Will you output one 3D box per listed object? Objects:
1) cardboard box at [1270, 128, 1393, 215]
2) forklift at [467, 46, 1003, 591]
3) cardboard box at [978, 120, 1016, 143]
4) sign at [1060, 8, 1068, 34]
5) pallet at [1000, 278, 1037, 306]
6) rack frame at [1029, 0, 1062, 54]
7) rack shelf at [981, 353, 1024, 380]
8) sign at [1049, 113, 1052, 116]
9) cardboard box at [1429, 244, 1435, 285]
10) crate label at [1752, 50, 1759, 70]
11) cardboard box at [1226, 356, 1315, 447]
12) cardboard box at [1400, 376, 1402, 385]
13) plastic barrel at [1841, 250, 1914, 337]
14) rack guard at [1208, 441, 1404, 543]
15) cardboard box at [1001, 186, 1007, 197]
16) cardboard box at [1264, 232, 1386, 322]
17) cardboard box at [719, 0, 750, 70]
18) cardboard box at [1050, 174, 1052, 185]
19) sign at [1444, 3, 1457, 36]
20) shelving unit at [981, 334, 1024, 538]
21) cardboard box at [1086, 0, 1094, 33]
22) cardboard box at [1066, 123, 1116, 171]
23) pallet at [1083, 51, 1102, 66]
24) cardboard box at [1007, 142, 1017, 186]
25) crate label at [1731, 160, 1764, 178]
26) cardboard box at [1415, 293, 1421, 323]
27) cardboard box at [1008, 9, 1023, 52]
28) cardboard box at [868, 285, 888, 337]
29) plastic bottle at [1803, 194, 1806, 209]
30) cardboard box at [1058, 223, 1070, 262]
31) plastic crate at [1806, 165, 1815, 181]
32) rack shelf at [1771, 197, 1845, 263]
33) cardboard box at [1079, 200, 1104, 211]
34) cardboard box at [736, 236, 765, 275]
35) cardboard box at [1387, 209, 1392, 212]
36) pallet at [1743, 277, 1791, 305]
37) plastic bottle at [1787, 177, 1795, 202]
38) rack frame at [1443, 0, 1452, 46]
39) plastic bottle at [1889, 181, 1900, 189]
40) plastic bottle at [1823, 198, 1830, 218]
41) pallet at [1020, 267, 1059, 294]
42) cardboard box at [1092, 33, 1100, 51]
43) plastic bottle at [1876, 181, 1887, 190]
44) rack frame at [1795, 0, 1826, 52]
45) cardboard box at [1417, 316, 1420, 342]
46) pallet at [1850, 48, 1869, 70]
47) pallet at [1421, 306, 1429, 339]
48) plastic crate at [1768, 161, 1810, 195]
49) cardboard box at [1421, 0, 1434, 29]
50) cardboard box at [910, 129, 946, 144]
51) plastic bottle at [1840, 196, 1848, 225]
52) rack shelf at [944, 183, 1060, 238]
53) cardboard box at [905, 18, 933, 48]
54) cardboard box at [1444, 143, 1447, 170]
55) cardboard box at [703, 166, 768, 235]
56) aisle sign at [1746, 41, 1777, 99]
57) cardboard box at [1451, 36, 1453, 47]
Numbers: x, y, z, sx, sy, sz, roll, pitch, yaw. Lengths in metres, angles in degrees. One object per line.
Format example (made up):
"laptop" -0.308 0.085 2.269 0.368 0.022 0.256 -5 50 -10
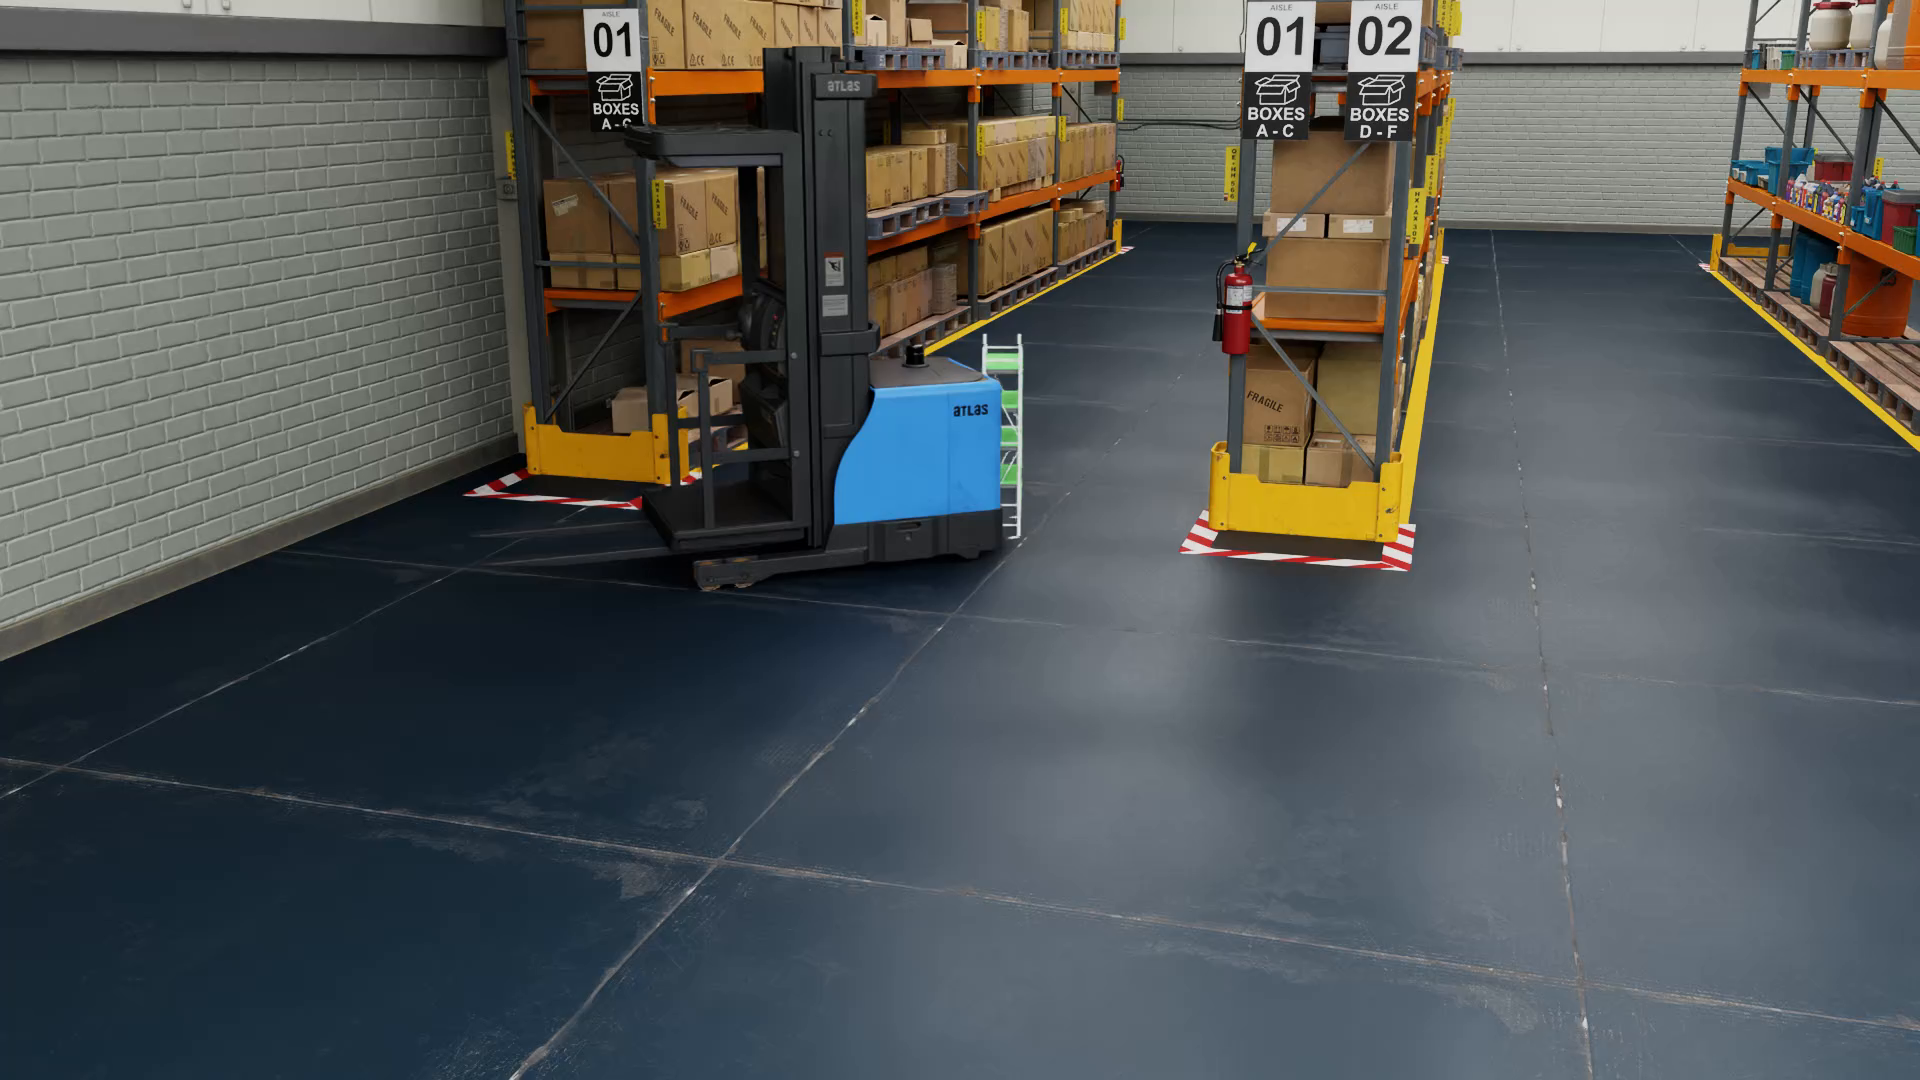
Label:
"cardboard box" 2.346 -2.327 10.475 0.700 0.500 0.500 5 16 16
"forklift" -1.316 -1.286 9.491 3.031 2.935 1.130 -6 17 -19
"cardboard box" 0.376 -4.928 20.066 0.500 0.250 0.500 5 17 16
"sign" 1.369 -6.846 21.947 0.100 0.325 0.005 5 16 16
"pallet" 0.354 -3.173 21.128 1.003 0.211 1.213 5 16 16
"rack frame" 0.846 -7.928 21.790 1.000 3.000 0.127 5 16 16
"rack shelf" 0.262 -1.060 10.341 0.258 0.148 0.480 0 16 1
"sign" 1.452 -6.588 26.327 0.100 0.325 0.005 5 16 16
"cardboard box" 5.583 -3.388 20.552 0.500 0.500 0.500 5 16 16
"crate label" 10.909 -6.476 22.438 0.408 0.251 0.502 5 16 16
"cardboard box" 2.053 -0.923 10.981 0.500 0.500 0.500 5 16 16
"cardboard box" 3.249 -1.177 13.251 0.500 0.250 0.500 5 16 16
"plastic barrel" 9.331 -2.515 16.905 0.600 0.830 0.708 5 16 16
"rack guard" 2.180 -0.311 10.508 1.175 0.500 0.348 5 16 16
"cardboard box" 0.364 -4.291 20.386 0.380 0.149 0.250 5 17 17
"cardboard box" 2.331 -1.689 10.603 0.700 0.500 0.500 5 16 16
"cardboard box" -1.899 -3.745 12.320 0.500 0.500 0.500 5 17 18
"cardboard box" 1.021 -4.820 22.251 0.380 0.149 0.250 5 17 16
"sign" 4.990 -5.297 16.918 0.100 0.325 0.005 5 16 16
"shelving unit" 0.262 -0.659 10.455 0.258 1.200 0.503 0 16 1
"cardboard box" 1.593 -7.453 23.561 0.500 0.500 0.500 5 17 16
"cardboard box" 1.847 -6.099 25.784 0.980 0.700 0.700 5 17 18
"pallet" 1.437 -6.974 24.085 1.003 0.211 1.213 5 16 16
"cardboard box" 0.393 -4.570 20.178 0.500 0.500 0.500 5 16 16
"crate label" 11.096 -5.230 23.467 0.416 0.233 0.303 5 16 16
"cardboard box" 4.115 -2.206 15.852 0.500 0.311 0.500 5 17 17
"cardboard box" 0.395 -6.373 20.813 0.700 0.500 0.500 4 16 15
"cardboard box" -1.136 -2.291 16.685 0.700 0.500 0.500 4 16 15
"plastic bottle" 9.525 -3.816 18.651 0.097 0.201 0.097 0 16 0
"cardboard box" 1.157 -4.229 23.554 0.700 0.500 0.500 5 17 17
"plastic crate" 10.955 -4.631 21.266 0.437 0.282 0.530 5 16 16
"rack shelf" 9.776 -3.404 18.154 1.077 0.370 4.000 5 16 16
"cardboard box" 2.018 -5.161 25.652 0.380 0.149 0.250 4 16 15
"cardboard box" -1.837 -2.213 12.872 0.500 0.250 0.500 4 16 15
"cardboard box" 2.577 -2.035 10.634 0.380 0.149 0.250 4 16 14
"pallet" 10.516 -3.128 20.970 1.003 0.211 1.213 5 16 16
"plastic bottle" 9.793 -4.120 19.571 0.061 0.283 0.133 5 16 16
"rack frame" 5.597 -7.545 20.439 1.000 3.000 0.127 5 16 16
"plastic bottle" 10.084 -3.696 17.954 0.144 0.351 0.185 5 16 16
"plastic bottle" 9.196 -3.513 17.581 0.097 0.201 0.097 0 16 0
"pallet" 0.699 -3.493 22.257 1.003 0.211 1.213 5 16 16
"cardboard box" 1.739 -7.225 24.129 0.500 0.250 0.500 4 16 14
"plastic bottle" 9.900 -3.673 17.871 0.144 0.351 0.185 5 16 16
"rack frame" 10.345 -7.160 19.082 1.000 3.000 0.127 5 16 16
"cardboard box" 4.255 -2.069 16.395 0.500 0.250 0.500 5 17 17
"pallet" 9.519 -4.772 16.506 1.003 0.211 1.213 5 16 16
"pallet" 4.708 -2.463 18.627 1.003 0.211 1.213 5 16 16
"plastic crate" 10.150 -4.444 20.418 0.392 0.384 0.575 5 16 16
"cardboard box" 2.920 -3.693 11.147 0.500 0.500 0.500 5 16 16
"cardboard box" -0.360 -4.475 18.431 0.380 0.149 0.250 2 16 9
"plastic bottle" 8.914 -3.310 16.716 0.061 0.283 0.133 5 16 16
"rack shelf" 0.278 -4.173 20.862 1.077 0.370 4.000 5 16 16
"cardboard box" -0.748 -5.166 17.323 0.797 0.503 0.637 7 17 24
"cardboard box" 6.867 -5.615 24.446 0.500 0.500 0.500 5 17 18
"cardboard box" -1.702 -2.702 13.221 0.500 0.500 0.500 5 17 18
"aisle sign" 11.217 -6.613 23.383 0.394 0.787 0.004 5 16 16
"cardboard box" 6.690 -7.032 23.485 0.500 0.250 0.500 5 16 16
